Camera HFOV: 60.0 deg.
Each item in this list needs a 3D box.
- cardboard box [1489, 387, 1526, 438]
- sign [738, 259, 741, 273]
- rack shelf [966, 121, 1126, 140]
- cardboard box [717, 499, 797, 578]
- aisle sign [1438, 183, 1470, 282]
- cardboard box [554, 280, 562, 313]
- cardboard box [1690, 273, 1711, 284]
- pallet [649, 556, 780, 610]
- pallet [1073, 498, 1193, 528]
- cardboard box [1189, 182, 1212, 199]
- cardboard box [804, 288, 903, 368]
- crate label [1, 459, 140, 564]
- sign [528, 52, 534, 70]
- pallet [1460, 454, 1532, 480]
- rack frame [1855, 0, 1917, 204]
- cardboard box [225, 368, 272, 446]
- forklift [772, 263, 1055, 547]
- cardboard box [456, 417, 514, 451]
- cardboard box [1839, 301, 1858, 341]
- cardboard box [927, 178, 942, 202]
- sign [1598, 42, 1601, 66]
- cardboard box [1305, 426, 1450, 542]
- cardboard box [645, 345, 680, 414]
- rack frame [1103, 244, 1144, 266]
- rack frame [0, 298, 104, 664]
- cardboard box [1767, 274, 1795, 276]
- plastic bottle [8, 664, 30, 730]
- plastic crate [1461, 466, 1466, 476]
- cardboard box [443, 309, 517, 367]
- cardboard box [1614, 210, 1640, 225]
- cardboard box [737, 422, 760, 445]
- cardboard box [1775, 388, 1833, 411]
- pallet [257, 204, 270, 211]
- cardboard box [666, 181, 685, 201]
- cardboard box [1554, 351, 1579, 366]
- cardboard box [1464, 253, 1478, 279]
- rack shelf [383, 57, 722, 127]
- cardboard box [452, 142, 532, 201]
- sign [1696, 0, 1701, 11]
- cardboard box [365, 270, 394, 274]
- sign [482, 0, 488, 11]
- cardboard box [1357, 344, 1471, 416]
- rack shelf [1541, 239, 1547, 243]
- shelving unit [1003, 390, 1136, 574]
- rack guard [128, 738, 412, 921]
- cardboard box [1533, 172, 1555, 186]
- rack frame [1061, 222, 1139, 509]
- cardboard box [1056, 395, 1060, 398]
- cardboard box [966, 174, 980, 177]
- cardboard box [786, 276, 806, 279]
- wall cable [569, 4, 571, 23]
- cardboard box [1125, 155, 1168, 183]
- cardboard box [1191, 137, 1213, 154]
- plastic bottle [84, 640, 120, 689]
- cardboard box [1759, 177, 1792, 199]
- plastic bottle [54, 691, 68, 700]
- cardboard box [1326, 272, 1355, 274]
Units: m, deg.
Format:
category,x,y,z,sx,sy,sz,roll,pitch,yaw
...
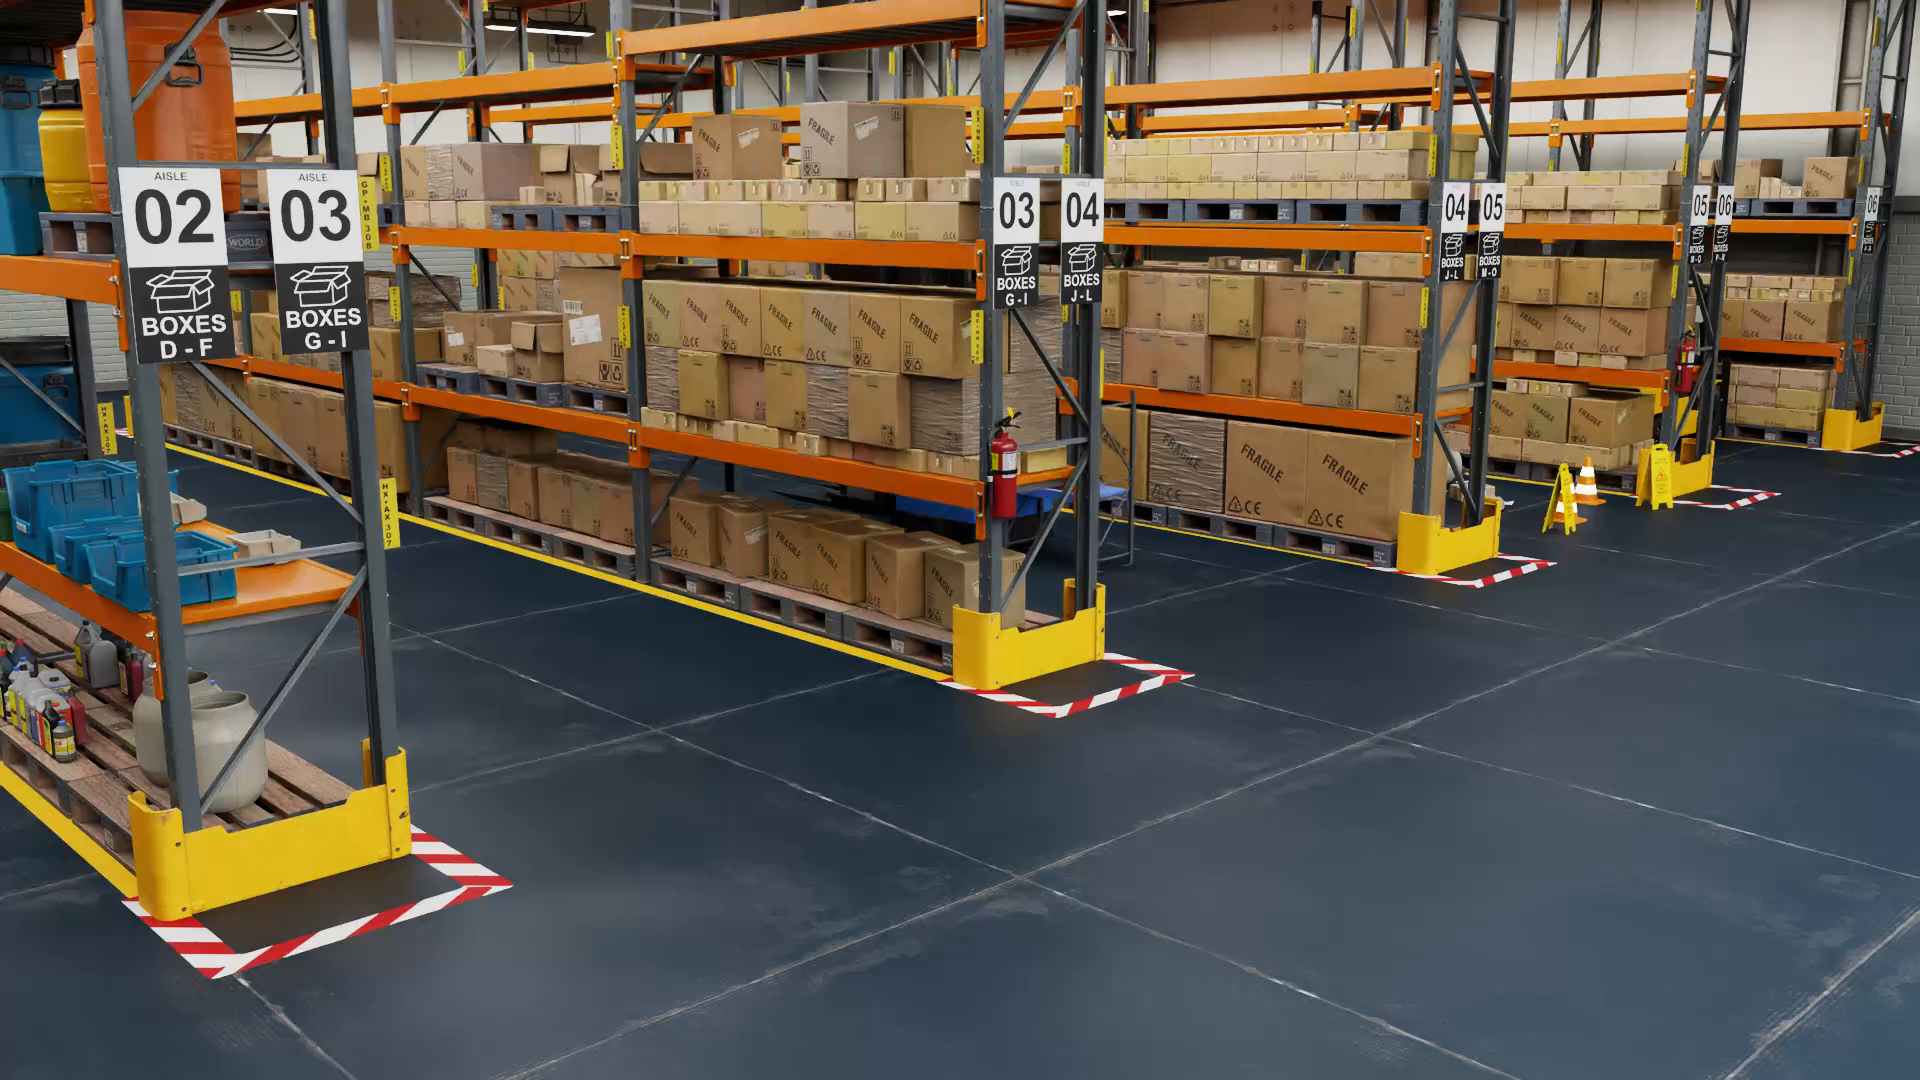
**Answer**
category,x,y,z,sx,sy,sz,roll,pitch,yaw
cardboard box,6.241,-1.439,18.714,0.500,0.500,0.500,11,16,44
sign,-3.766,-4.703,28.301,0.100,0.325,0.005,-11,16,-43
rack shelf,0.784,-5.831,24.025,1.077,0.370,4.000,-11,16,-43
cardboard box,-1.592,-0.019,13.063,0.500,0.500,0.500,-5,13,-25
aisle sign,4.011,-2.498,13.499,0.394,0.787,0.004,-11,16,-43
cardboard box,-5.347,-3.403,23.348,0.500,0.500,0.500,-11,16,-43
cardboard box,9.813,-3.432,21.882,0.380,0.149,0.250,-11,16,-42
pallet,-1.751,0.275,13.394,1.003,0.211,1.213,-11,16,-43
pallet,1.885,-0.373,16.538,1.003,0.211,1.213,-11,16,-43
cardboard box,2.303,-3.175,15.129,0.380,0.149,0.250,-11,16,-43
cardboard box,-0.730,-1.476,11.519,0.500,0.500,0.500,-11,16,-43
crate label,-4.527,-0.159,8.498,0.502,0.435,0.616,-11,16,-43
sign,-6.455,-7.160,24.994,0.100,0.325,0.005,-11,16,-43
pallet,6.263,-0.928,19.232,1.003,0.211,1.213,-11,16,-43
rack frame,11.277,-5.612,20.188,1.000,3.000,0.127,-11,16,-43
cardboard box,-8.163,-1.624,19.925,0.875,0.875,0.875,-11,16,-43
forklift,-0.553,-1.543,15.474,3.031,2.935,1.130,11,16,43
cardboard box,-4.518,-1.033,16.076,0.500,0.250,0.500,-10,15,-40
cardboard box,11.136,-2.834,21.323,0.500,0.500,0.500,-10,15,-41
cardboard box,0.010,-2.243,10.653,0.250,0.149,0.380,11,16,43
sign,8.933,-6.805,23.270,0.100,0.325,0.005,-11,16,-43
cardboard box,3.663,-0.532,14.622,0.875,0.875,0.875,-11,16,-42
cardboard box,-1.974,-1.305,13.164,0.875,0.500,0.500,-11,16,-43
rack frame,2.165,-3.149,23.101,1.000,3.000,0.127,-11,16,-43
rack frame,-5.823,-0.494,10.214,1.000,3.000,0.127,-11,16,-43
cardboard box,10.690,-3.382,21.642,0.380,0.149,0.250,-11,16,-42
plastic bottle,-5.141,0.853,9.150,0.144,0.351,0.185,-11,16,-43
plastic crate,5.418,-0.792,18.895,0.583,0.080,0.402,6,13,26
cardboard box,-4.601,-1.949,15.990,0.500,0.500,0.500,9,15,38
cardboard box,7.045,-3.372,17.374,0.380,0.149,0.250,-11,16,-42
cardboard box,-1.428,-0.809,12.365,0.380,0.149,0.250,-11,16,-43
cardboard box,10.715,-1.805,21.112,0.500,0.250,0.500,-11,16,-43
pallet,-7.096,-3.600,18.332,1.217,0.209,0.805,11,16,43
cardboard box,-2.006,-2.655,12.655,0.250,0.149,0.380,11,16,42
cardboard box,6.660,-1.978,18.042,0.380,0.149,0.250,-11,16,-42
cardboard box,5.738,-3.001,18.917,0.700,0.500,0.500,-11,16,-44
rack shelf,-3.622,-3.866,14.489,1.077,0.370,4.000,-11,16,-43
cardboard box,-4.164,-3.280,14.815,0.500,0.500,0.500,11,16,44
sign,7.274,-5.380,16.357,0.100,0.325,0.005,-11,16,-43
cardboard box,-6.412,-2.610,17.750,0.797,0.503,0.637,-10,15,-41
sign,-4.617,-5.280,16.064,0.100,0.325,0.005,-11,16,-43
cardboard box,3.890,-1.398,14.231,0.875,0.550,0.550,-11,16,-43
rack shelf,7.133,-4.666,24.814,1.077,0.370,4.000,-11,16,-43
shelving unit,0.927,-0.558,14.243,1.048,1.500,0.538,11,16,43
rack guard,-3.147,1.309,7.655,1.175,0.500,0.348,-11,16,-43
cardboard box,6.439,-3.927,18.089,0.250,0.149,0.380,11,16,44
rack frame,1.417,-1.861,16.848,1.000,3.000,0.127,-11,16,-43
cardboard box,1.748,-2.426,23.818,0.875,0.875,0.875,-11,16,-43
cardboard box,0.405,-3.661,17.234,0.500,0.250,0.500,-11,16,-43
cardboard box,-2.528,-4.109,27.512,0.500,0.500,0.500,-11,16,-43
wall cable,-8.248,-11.131,30.625,2.355,3.000,0.029,-11,16,-43
cardboard box,1.901,-3.473,15.586,0.500,0.250,0.500,-11,16,-43
cardboard box,2.302,-3.566,15.049,0.380,0.149,0.250,-11,16,-43
plastic bottle,-5.127,0.731,9.930,0.152,0.276,0.135,-11,16,-43
cardboard box,10.310,-4.447,21.013,0.396,0.266,0.258,-11,16,-42
plastic bottle,-4.956,0.930,9.146,0.097,0.201,0.097,0,12,0
cardboard box,4.811,-3.074,20.711,0.500,0.500,0.500,-10,16,-41
